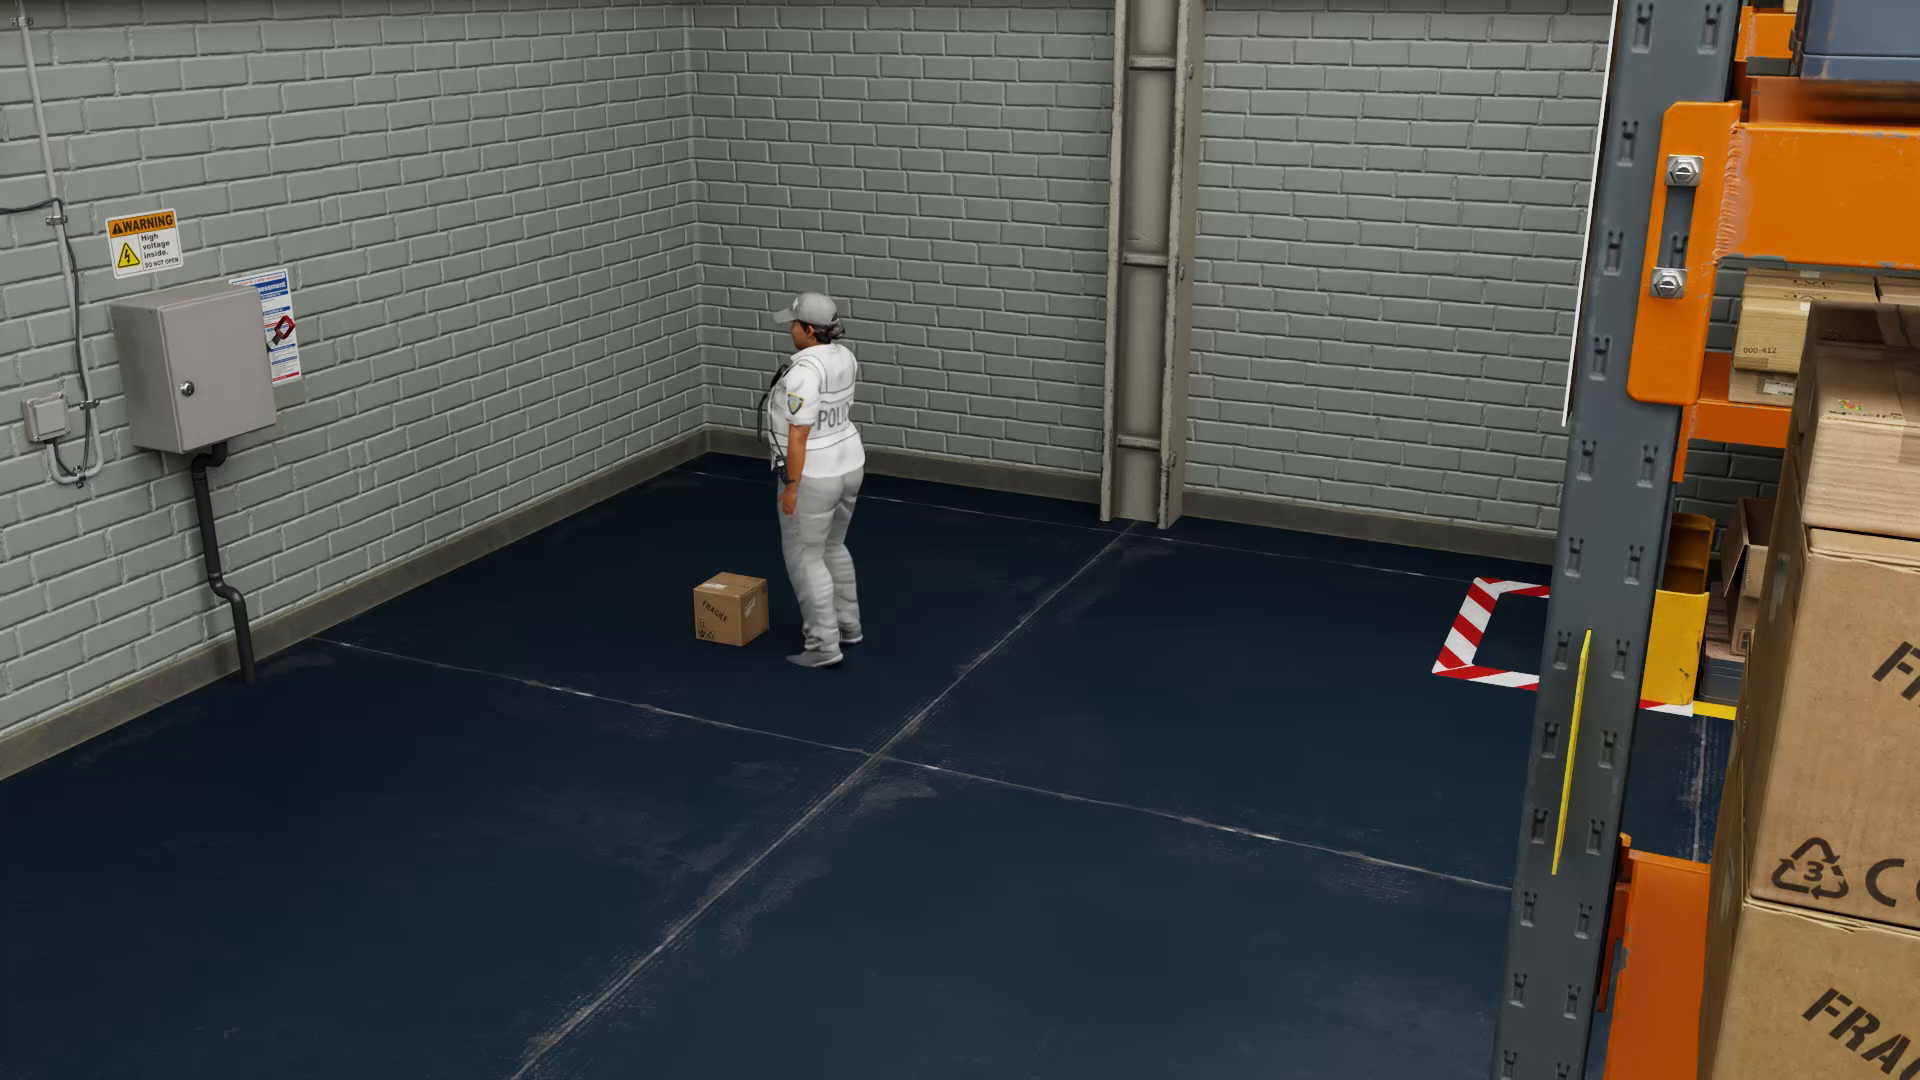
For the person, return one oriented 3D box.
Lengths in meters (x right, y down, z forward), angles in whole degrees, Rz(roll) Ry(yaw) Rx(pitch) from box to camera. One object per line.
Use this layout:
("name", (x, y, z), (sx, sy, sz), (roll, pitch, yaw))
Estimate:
("person", (-0.645, -0.256, 7.366), (0.389, 1.696, 0.466), (9, 21, 24))
